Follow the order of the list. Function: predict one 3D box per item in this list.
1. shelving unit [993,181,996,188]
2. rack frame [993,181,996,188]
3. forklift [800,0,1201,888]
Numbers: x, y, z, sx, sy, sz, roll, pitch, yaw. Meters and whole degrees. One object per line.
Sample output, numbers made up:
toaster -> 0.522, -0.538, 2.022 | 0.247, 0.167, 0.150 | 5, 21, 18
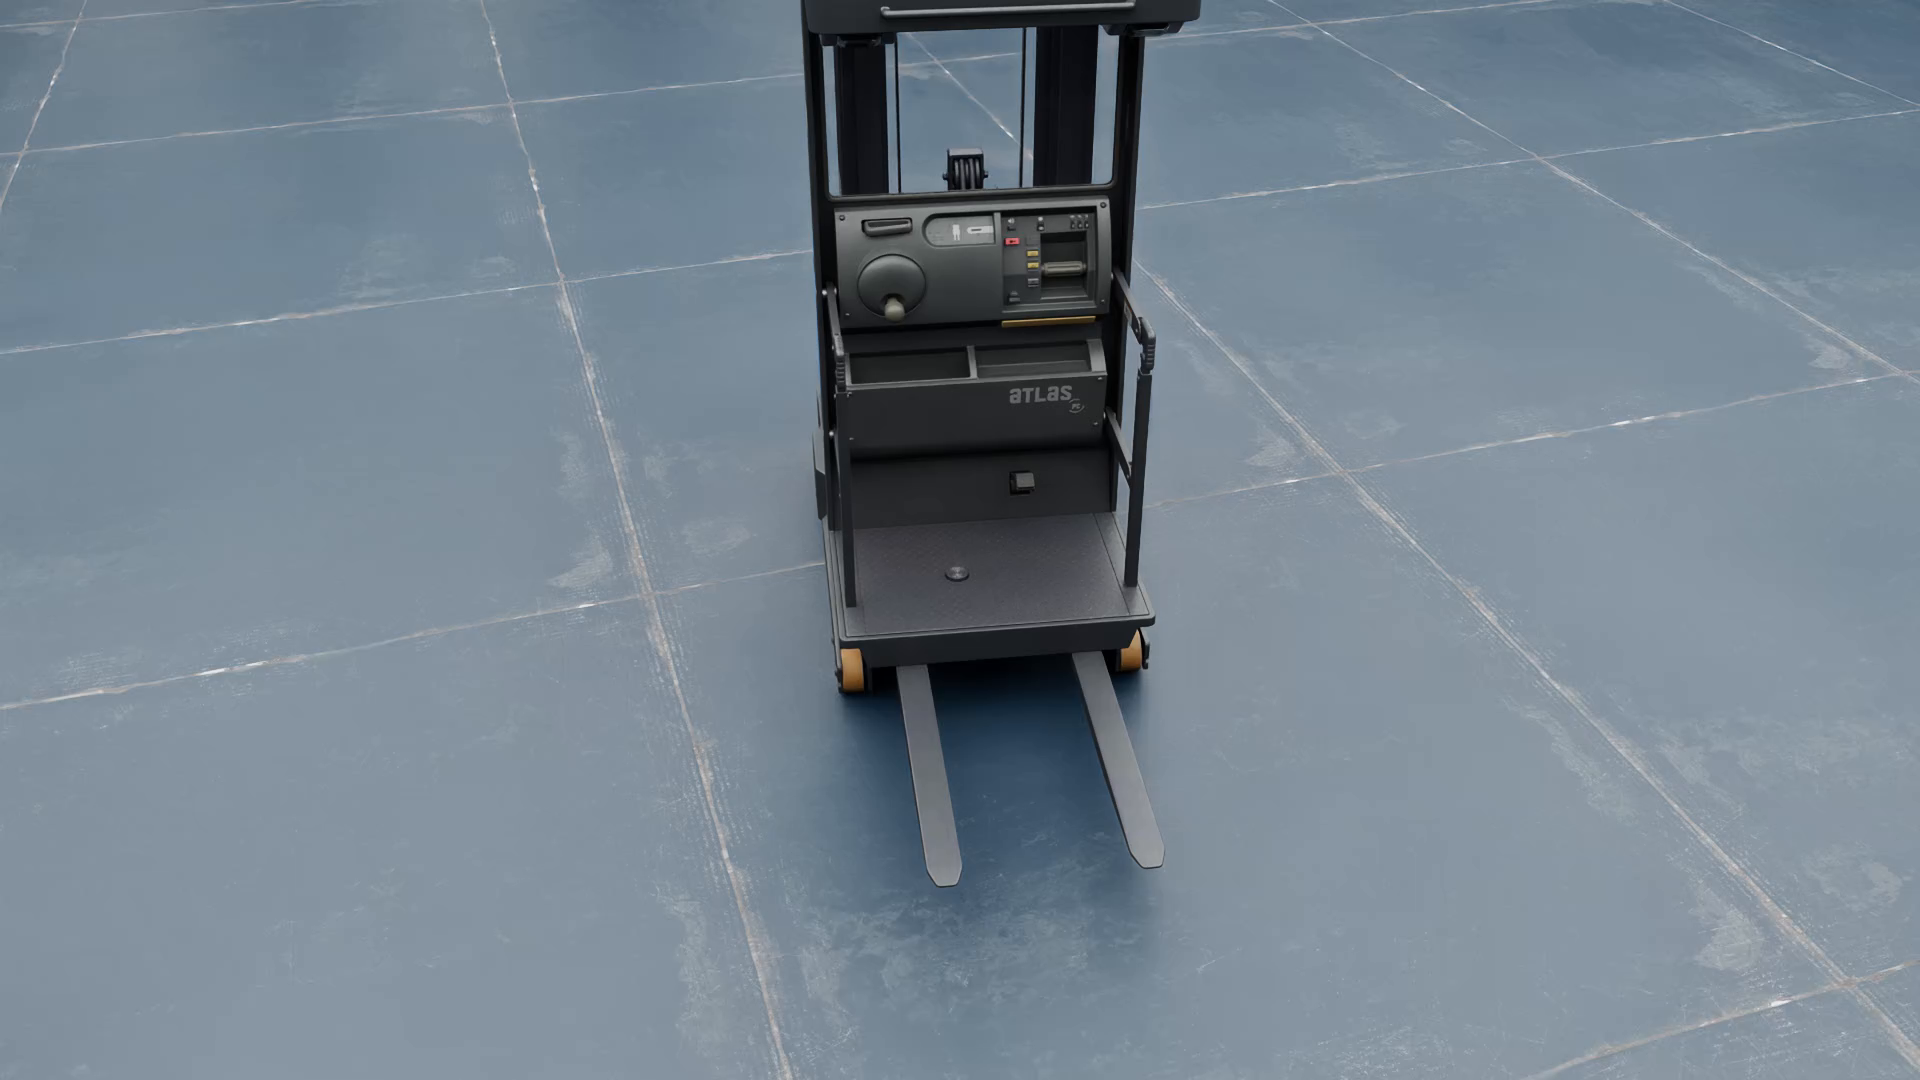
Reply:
shelving unit -> 0.284, -1.052, 7.374 | 0.252, 1.050, 0.215 | -3, 29, -5
rack frame -> 0.162, -1.045, 7.364 | 0.008, 1.050, 0.200 | -3, 29, -5
forklift -> 0.077, -0.882, 5.427 | 1.130, 2.935, 3.031 | -4, 34, -6
